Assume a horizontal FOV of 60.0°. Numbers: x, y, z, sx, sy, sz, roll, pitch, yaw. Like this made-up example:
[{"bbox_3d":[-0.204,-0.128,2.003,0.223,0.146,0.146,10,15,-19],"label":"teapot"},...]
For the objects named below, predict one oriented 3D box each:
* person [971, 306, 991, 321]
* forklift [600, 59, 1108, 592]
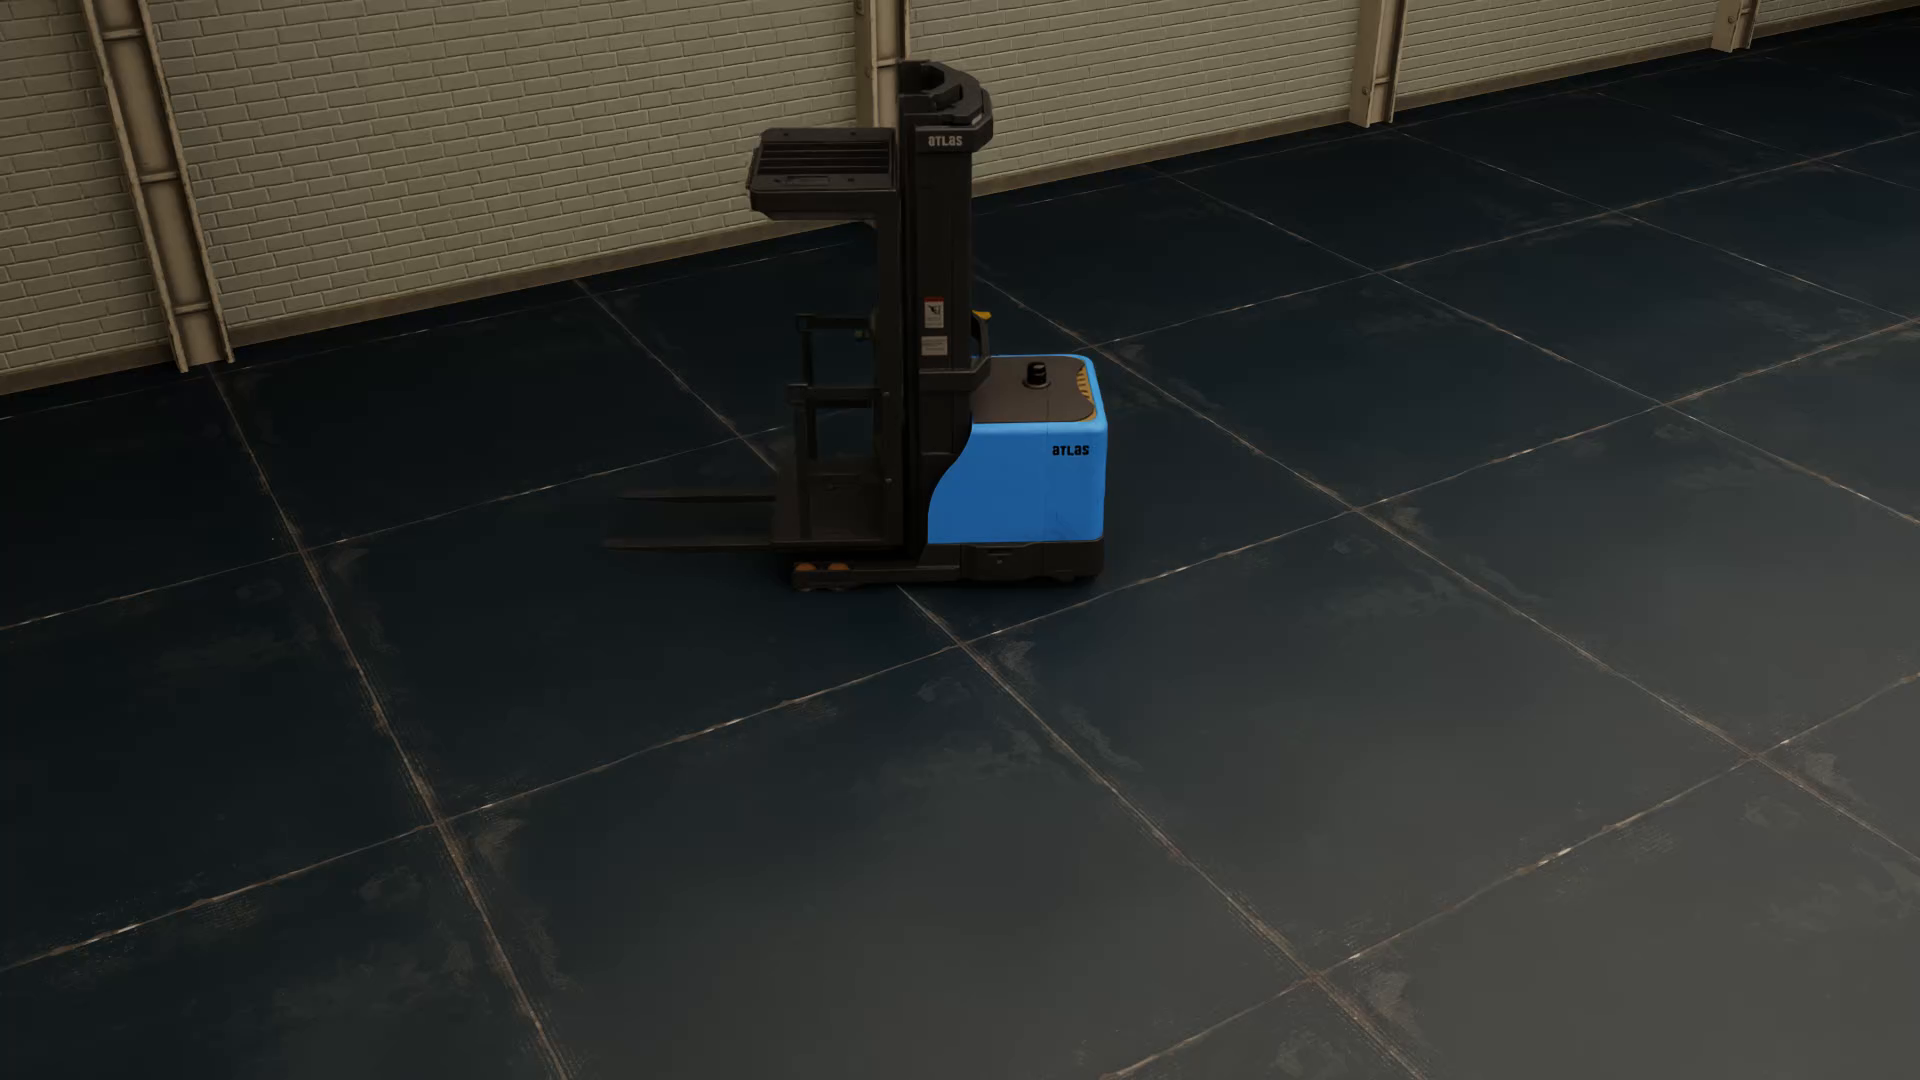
[{"bbox_3d":[-0.028,-2.620,13.165,0.541,1.761,0.753,-2,31,-3],"label":"person"},{"bbox_3d":[-0.662,-1.225,9.692,3.031,2.935,1.130,-1,31,-2],"label":"forklift"}]
